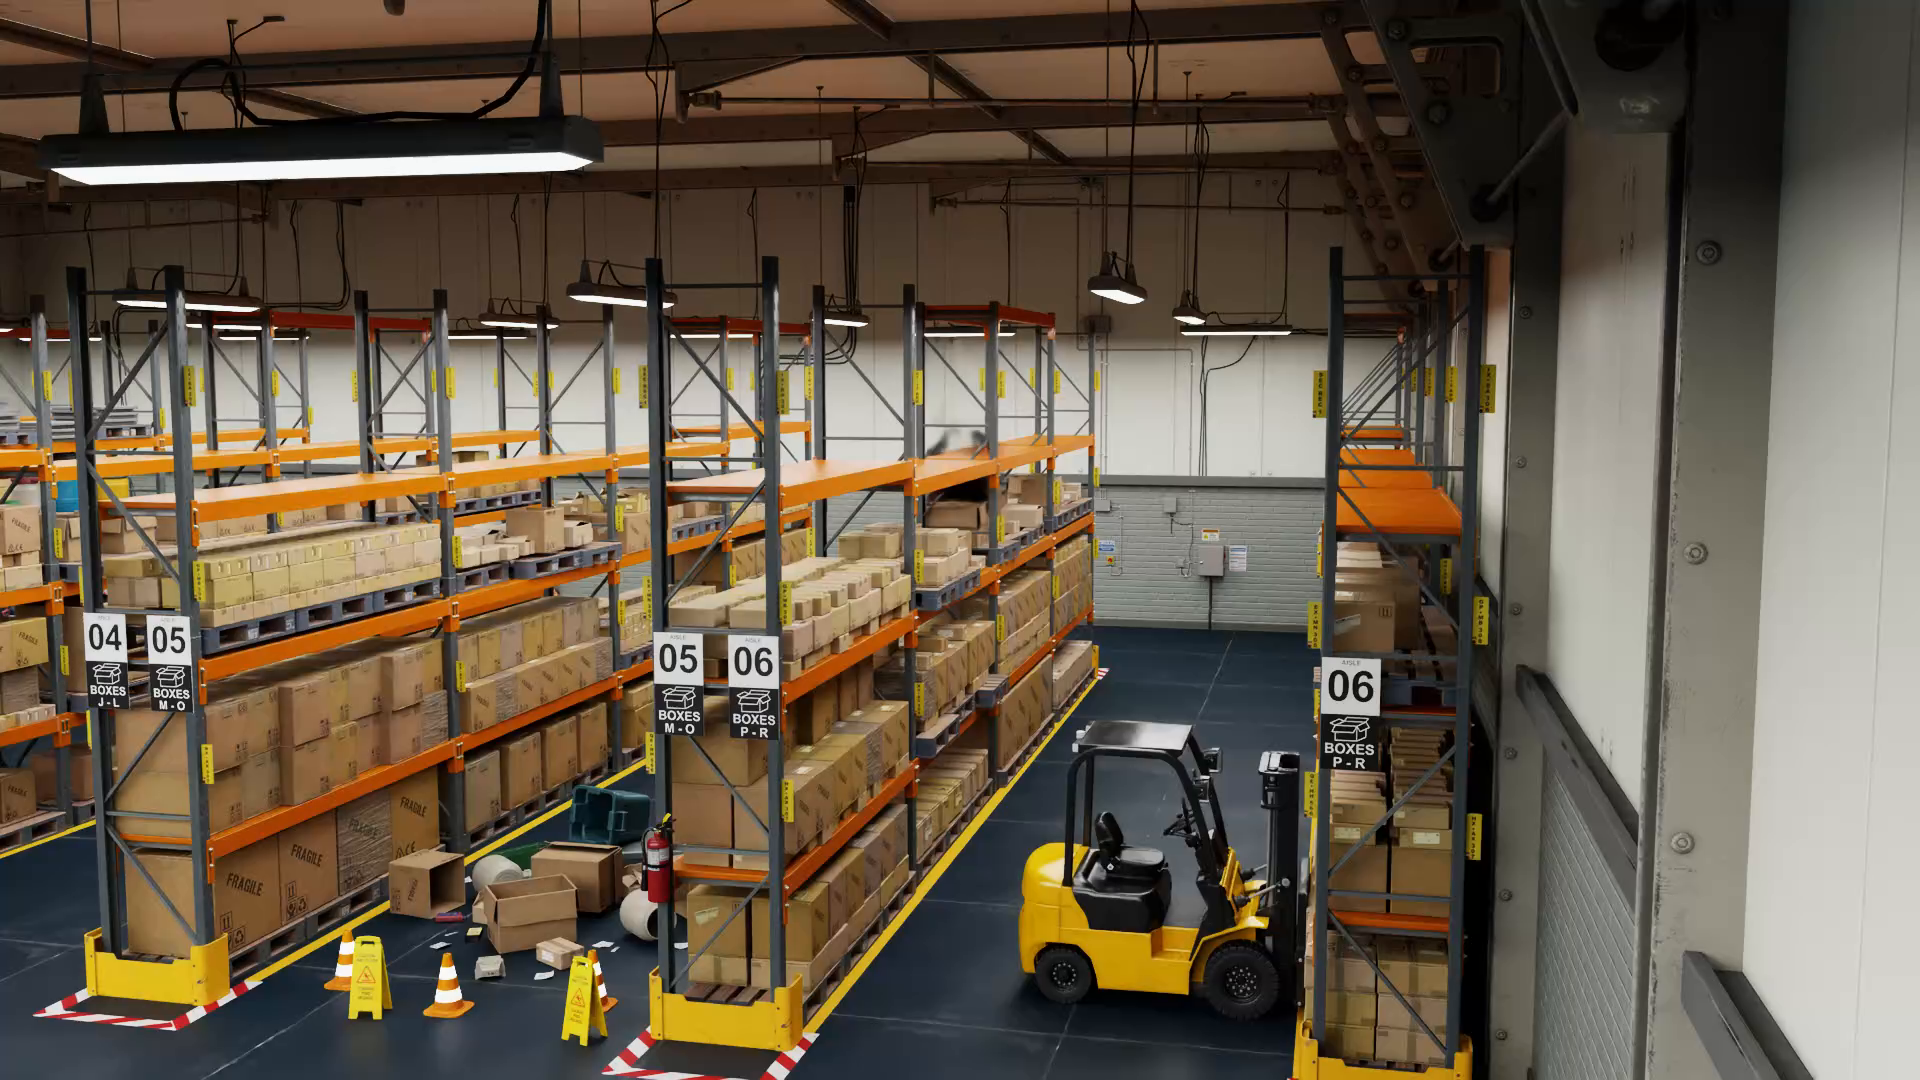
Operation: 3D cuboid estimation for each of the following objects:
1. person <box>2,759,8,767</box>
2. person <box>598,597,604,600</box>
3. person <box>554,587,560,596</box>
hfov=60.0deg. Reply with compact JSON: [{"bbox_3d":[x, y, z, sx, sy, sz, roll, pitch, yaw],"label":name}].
[{"bbox_3d":[-11.896,2.237,20.269,0.663,1.744,0.588,1,6,10],"label":"person"},{"bbox_3d":[-5.675,1.711,26.337,0.616,1.627,0.550,2,6,18],"label":"person"},{"bbox_3d":[-6.717,1.572,27.851,0.591,1.605,0.592,1,6,11],"label":"person"}]
